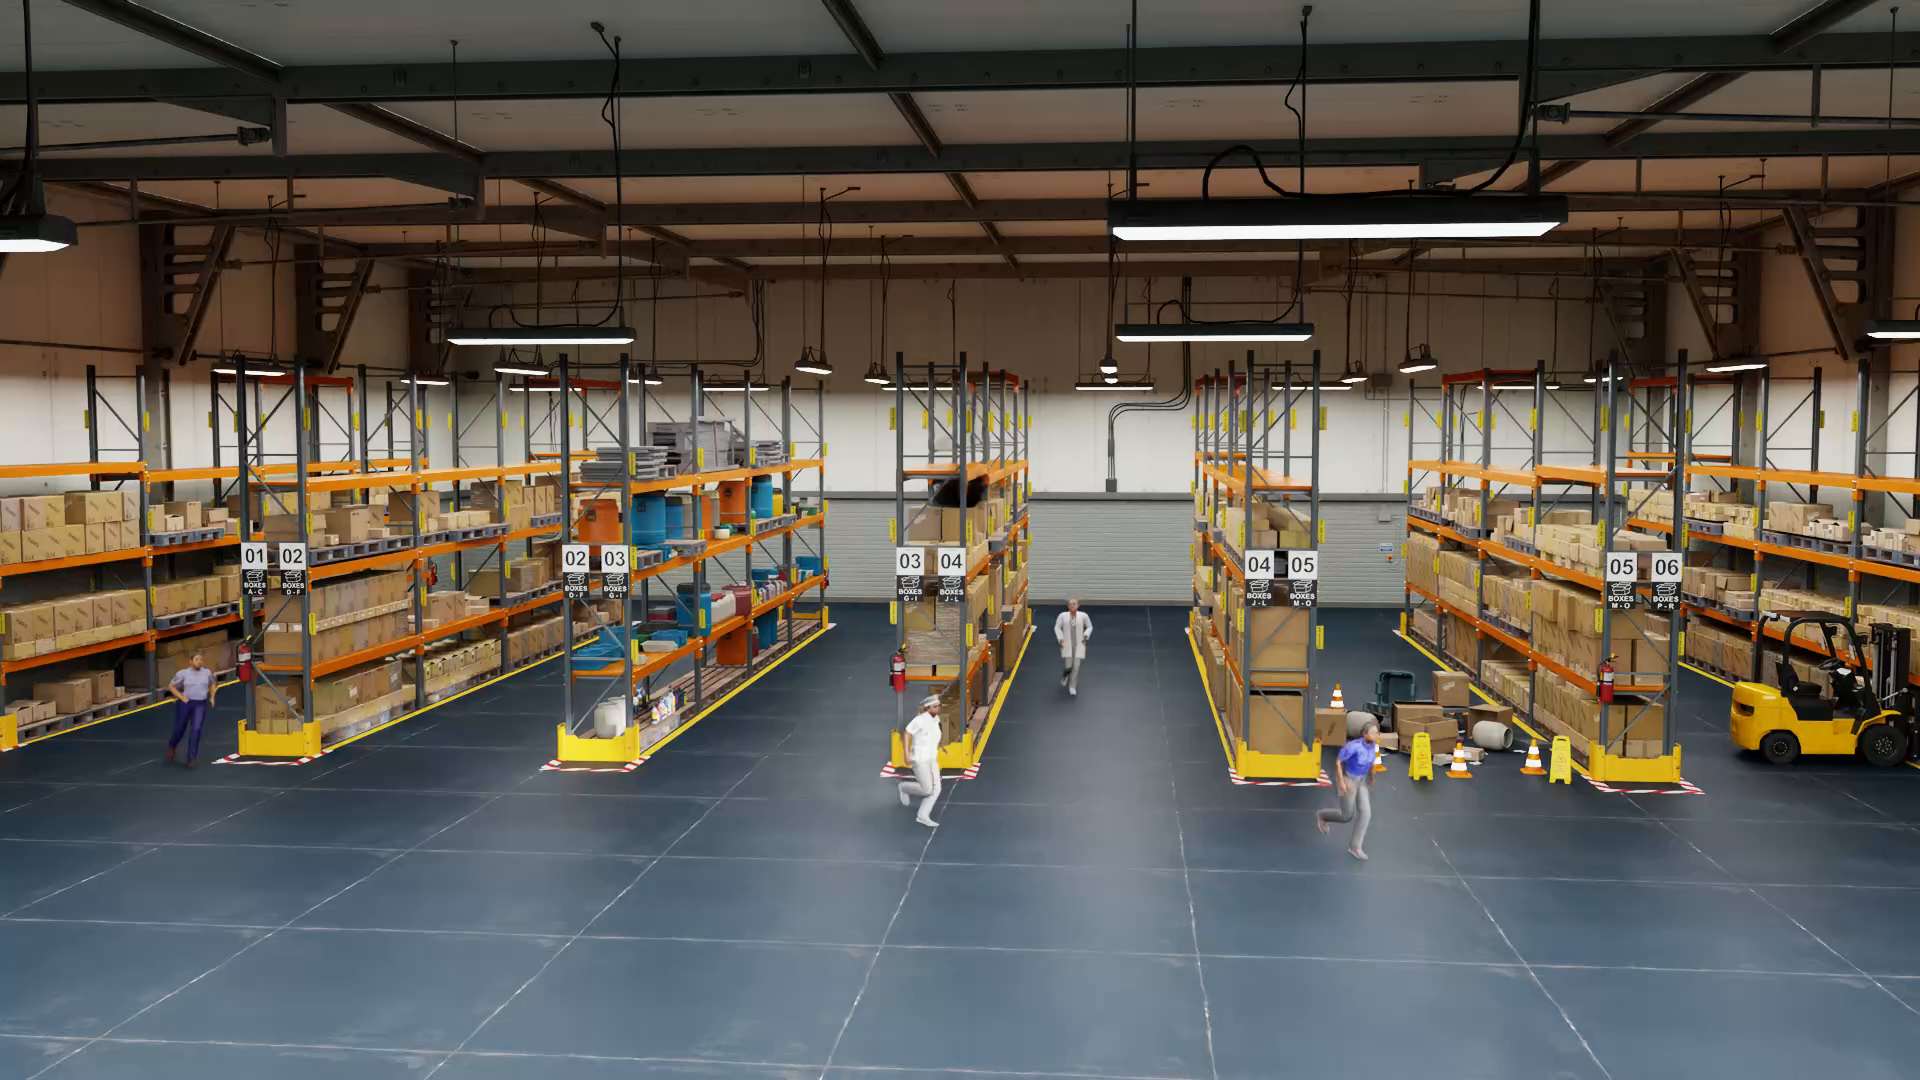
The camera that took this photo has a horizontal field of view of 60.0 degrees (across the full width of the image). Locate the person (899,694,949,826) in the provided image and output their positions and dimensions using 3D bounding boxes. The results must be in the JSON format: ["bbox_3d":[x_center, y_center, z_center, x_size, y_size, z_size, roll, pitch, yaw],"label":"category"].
[{"bbox_3d":[-0.460,2.732,20.723,0.668,1.654,0.609,3,5,37],"label":"person"}]

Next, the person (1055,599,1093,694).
[{"bbox_3d":[2.104,1.956,30.731,0.705,1.750,0.687,0,4,2],"label":"person"}]

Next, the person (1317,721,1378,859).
[{"bbox_3d":[4.521,2.870,19.354,0.575,1.595,0.849,-3,5,-39],"label":"person"}]

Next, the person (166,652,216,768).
[{"bbox_3d":[-11.238,2.458,24.382,0.686,1.618,0.923,-3,5,-34],"label":"person"}]
